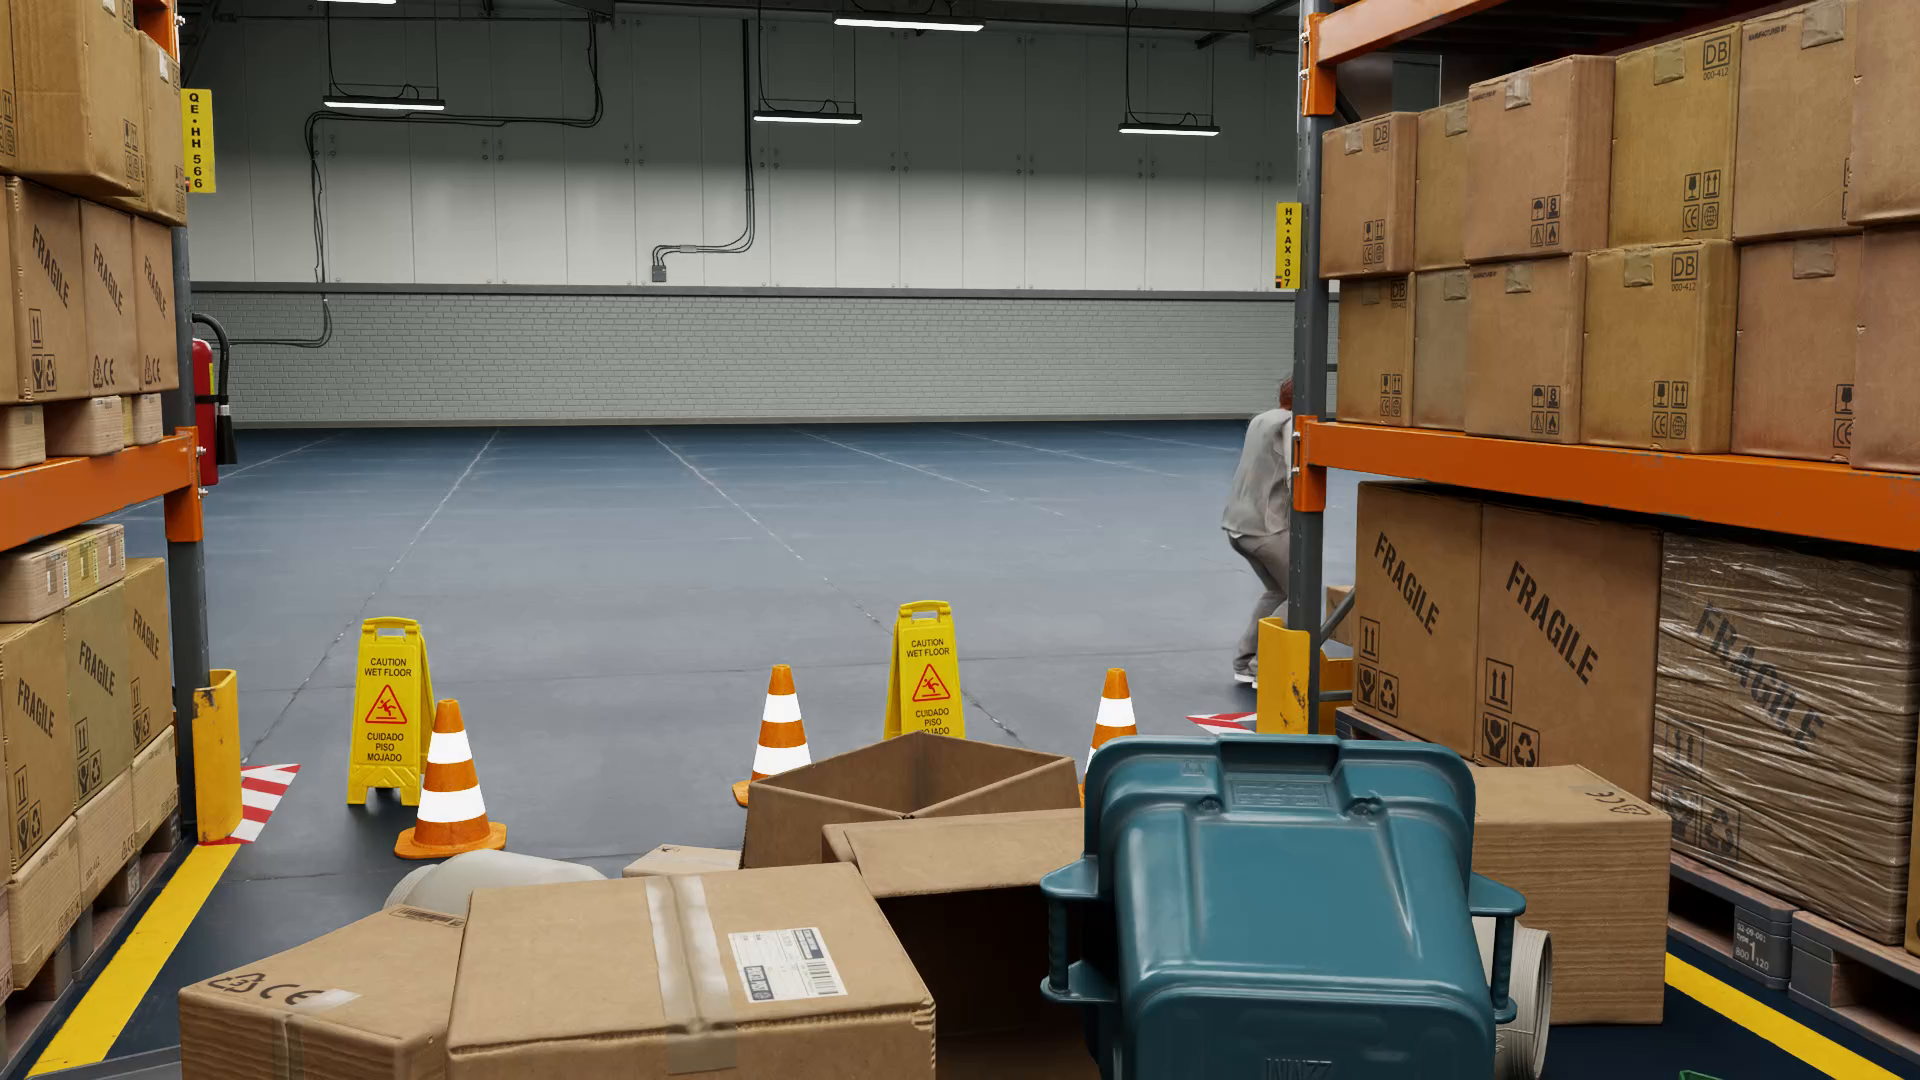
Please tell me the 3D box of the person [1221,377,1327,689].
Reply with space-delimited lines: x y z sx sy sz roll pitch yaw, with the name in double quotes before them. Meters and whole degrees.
"person" 1.472 -0.036 7.813 0.497 1.471 0.447 -1 6 -13
